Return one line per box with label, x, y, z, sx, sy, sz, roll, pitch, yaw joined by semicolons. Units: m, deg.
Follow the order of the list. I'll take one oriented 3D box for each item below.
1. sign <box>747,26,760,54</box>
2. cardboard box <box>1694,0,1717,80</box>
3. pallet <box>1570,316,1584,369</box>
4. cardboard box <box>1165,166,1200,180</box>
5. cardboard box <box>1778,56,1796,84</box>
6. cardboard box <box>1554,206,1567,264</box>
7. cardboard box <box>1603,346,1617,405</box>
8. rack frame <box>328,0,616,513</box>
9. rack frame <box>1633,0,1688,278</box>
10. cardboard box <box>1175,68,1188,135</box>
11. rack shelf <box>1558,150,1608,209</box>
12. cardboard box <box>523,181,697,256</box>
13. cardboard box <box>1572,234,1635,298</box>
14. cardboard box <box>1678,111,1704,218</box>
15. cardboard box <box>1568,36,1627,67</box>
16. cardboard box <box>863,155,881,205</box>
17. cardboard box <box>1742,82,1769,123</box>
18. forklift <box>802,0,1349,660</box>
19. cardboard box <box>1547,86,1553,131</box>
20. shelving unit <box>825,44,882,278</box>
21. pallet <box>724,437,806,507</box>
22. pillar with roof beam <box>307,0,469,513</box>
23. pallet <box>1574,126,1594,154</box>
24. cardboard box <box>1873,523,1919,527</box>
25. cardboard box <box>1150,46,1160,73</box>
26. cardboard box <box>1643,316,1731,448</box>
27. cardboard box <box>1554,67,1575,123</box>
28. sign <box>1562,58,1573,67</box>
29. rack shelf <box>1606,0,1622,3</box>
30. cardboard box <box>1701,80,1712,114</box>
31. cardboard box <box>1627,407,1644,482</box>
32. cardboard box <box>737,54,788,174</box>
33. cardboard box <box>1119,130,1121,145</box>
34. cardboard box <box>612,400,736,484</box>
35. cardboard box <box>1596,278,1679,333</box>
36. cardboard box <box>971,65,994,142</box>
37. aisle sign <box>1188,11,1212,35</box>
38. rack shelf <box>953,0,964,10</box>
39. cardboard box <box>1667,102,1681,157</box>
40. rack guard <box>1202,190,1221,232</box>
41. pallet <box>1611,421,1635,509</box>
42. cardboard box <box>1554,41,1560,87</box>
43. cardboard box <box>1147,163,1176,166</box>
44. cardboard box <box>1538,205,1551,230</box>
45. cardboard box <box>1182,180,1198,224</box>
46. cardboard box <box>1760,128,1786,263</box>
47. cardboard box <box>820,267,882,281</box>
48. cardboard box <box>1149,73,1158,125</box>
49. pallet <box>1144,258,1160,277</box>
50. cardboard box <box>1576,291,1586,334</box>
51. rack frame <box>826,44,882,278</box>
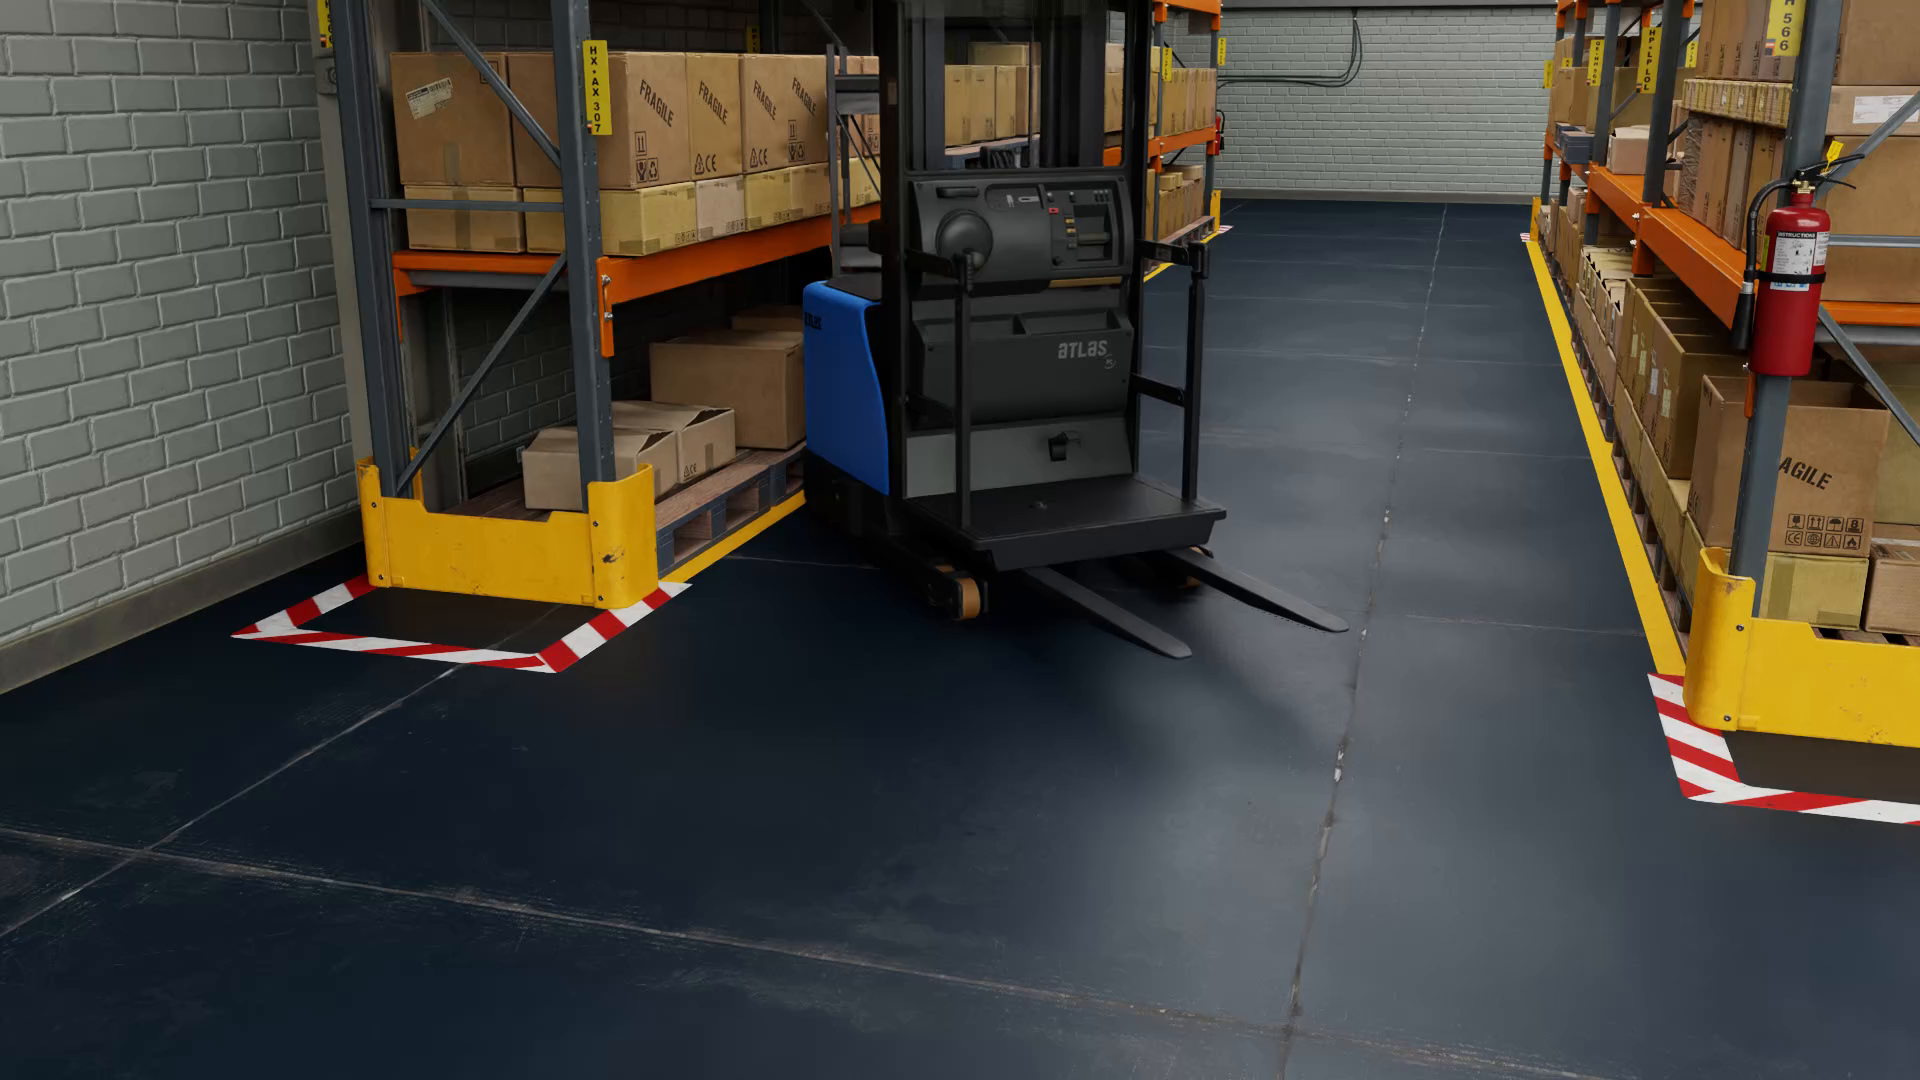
sign;-1.217;-2.888;9.893;0.100;0.325;0.005;5;16;16
cardboard box;3.946;-2.462;7.950;0.700;0.500;0.500;5;17;16
pallet;4.932;-1.398;11.873;1.003;0.211;1.213;5;16;16
cardboard box;2.689;-4.435;20.089;0.380;0.149;0.250;5;17;17
cardboard box;3.234;-1.805;5.634;0.700;0.500;0.500;4;16;14
cardboard box;5.969;-2.900;15.832;0.500;0.500;0.500;4;16;13
cardboard box;3.906;-0.916;9.331;0.500;0.250;0.500;4;16;15
rack frame;-1.821;-1.243;6.213;1.000;3.000;0.127;5;16;16
rack frame;4.067;-1.906;8.552;1.000;3.000;0.127;5;16;16
cardboard box;1.972;-4.858;18.408;0.980;0.700;0.700;4;16;14
rack shelf;5.772;-3.130;14.184;1.077;0.370;4.000;5;16;16
cardboard box;-1.378;-1.283;6.594;0.500;0.250;0.500;4;16;14
cardboard box;5.244;-2.224;13.449;0.500;0.500;0.500;5;17;18
cardboard box;3.946;-1.837;8.127;0.700;0.500;0.500;4;16;14
cardboard box;6.235;-4.680;16.318;0.500;0.500;0.500;5;17;16
cardboard box;-0.677;-1.949;8.943;0.500;0.250;0.500;5;17;16
cardboard box;3.222;-1.673;6.359;0.380;0.149;0.250;5;17;17
forklift;0.348;-1.239;6.326;1.130;2.935;3.031;-7;17;-24
cardboard box;7.098;-4.998;19.269;0.500;0.500;0.500;5;17;17
shelving unit;-0.388;-1.313;8.090;0.431;2.100;0.503;0;15;3
pallet;-1.186;-0.449;8.525;1.003;0.211;1.213;5;16;16
pillar with roof beam;1.676;-4.045;5.100;9.100;9.000;0.400;5;16;16
pallet;5.751;-3.369;14.062;1.003;0.211;1.213;5;16;16
cardboard box;3.434;0.007;6.076;0.500;0.250;0.500;5;16;16
cardboard box;1.702;-4.802;16.622;0.500;0.250;0.500;5;17;17
cardboard box;3.210;-0.656;7.041;0.500;0.500;0.500;5;16;16
cardboard box;5.991;-4.142;15.484;0.700;0.500;0.500;-1;16;-3
sign;5.818;-4.455;15.954;0.100;0.325;0.005;5;16;16
rack shelf;4.635;-3.526;10.085;1.077;0.370;4.000;5;16;16
cardboard box;3.588;-2.009;7.542;0.380;0.149;0.250;4;16;15
cardboard box;3.350;-0.426;7.605;0.500;0.250;0.500;5;16;16
cardboard box;-1.094;-1.906;7.415;0.500;0.500;0.500;4;16;14
cardboard box;1.362;-3.831;15.764;0.380;0.149;0.250;4;16;14
cardboard box;-1.376;-0.484;7.659;0.500;0.311;0.500;6;17;20
cardboard box;4.193;-1.450;10.186;0.500;0.311;0.500;5;16;16
cardboard box;-0.184;-3.000;11.418;0.700;0.500;0.500;7;17;24
aisle sign;3.034;-6.675;20.601;0.394;0.787;0.004;5;16;16
rack shelf;-0.116;-3.909;11.436;1.077;0.370;4.000;5;16;16
cardboard box;4.592;-2.422;10.190;0.500;0.500;0.500;5;16;16
rack guard;2.733;-4.232;21.334;1.175;0.500;0.348;5;16;16
pallet;3.800;-0.360;8.210;1.003;0.211;1.213;5;16;16
cardboard box;6.957;-5.341;18.649;0.500;0.500;0.500;5;17;16
cardboard box;2.467;-4.597;20.663;0.380;0.149;0.250;5;17;16
cardboard box;6.908;-3.683;19.050;0.500;0.250;0.500;5;16;16
cardboard box;2.481;-4.106;20.120;0.700;0.500;0.500;5;16;16
cardboard box;3.219;-1.166;5.761;0.700;0.500;0.500;5;17;17
cardboard box;-0.491;-1.492;10.867;0.700;0.500;0.500;5;17;18
cardboard box;1.700;-4.443;16.730;0.500;0.500;0.500;4;16;15
pallet;1.442;-2.833;16.930;1.003;0.211;1.213;5;16;16
cardboard box;4.631;-1.586;11.692;0.500;0.250;0.500;4;16;14
rack frame;-0.400;-1.251;7.854;0.400;2.100;0.015;0;15;3
